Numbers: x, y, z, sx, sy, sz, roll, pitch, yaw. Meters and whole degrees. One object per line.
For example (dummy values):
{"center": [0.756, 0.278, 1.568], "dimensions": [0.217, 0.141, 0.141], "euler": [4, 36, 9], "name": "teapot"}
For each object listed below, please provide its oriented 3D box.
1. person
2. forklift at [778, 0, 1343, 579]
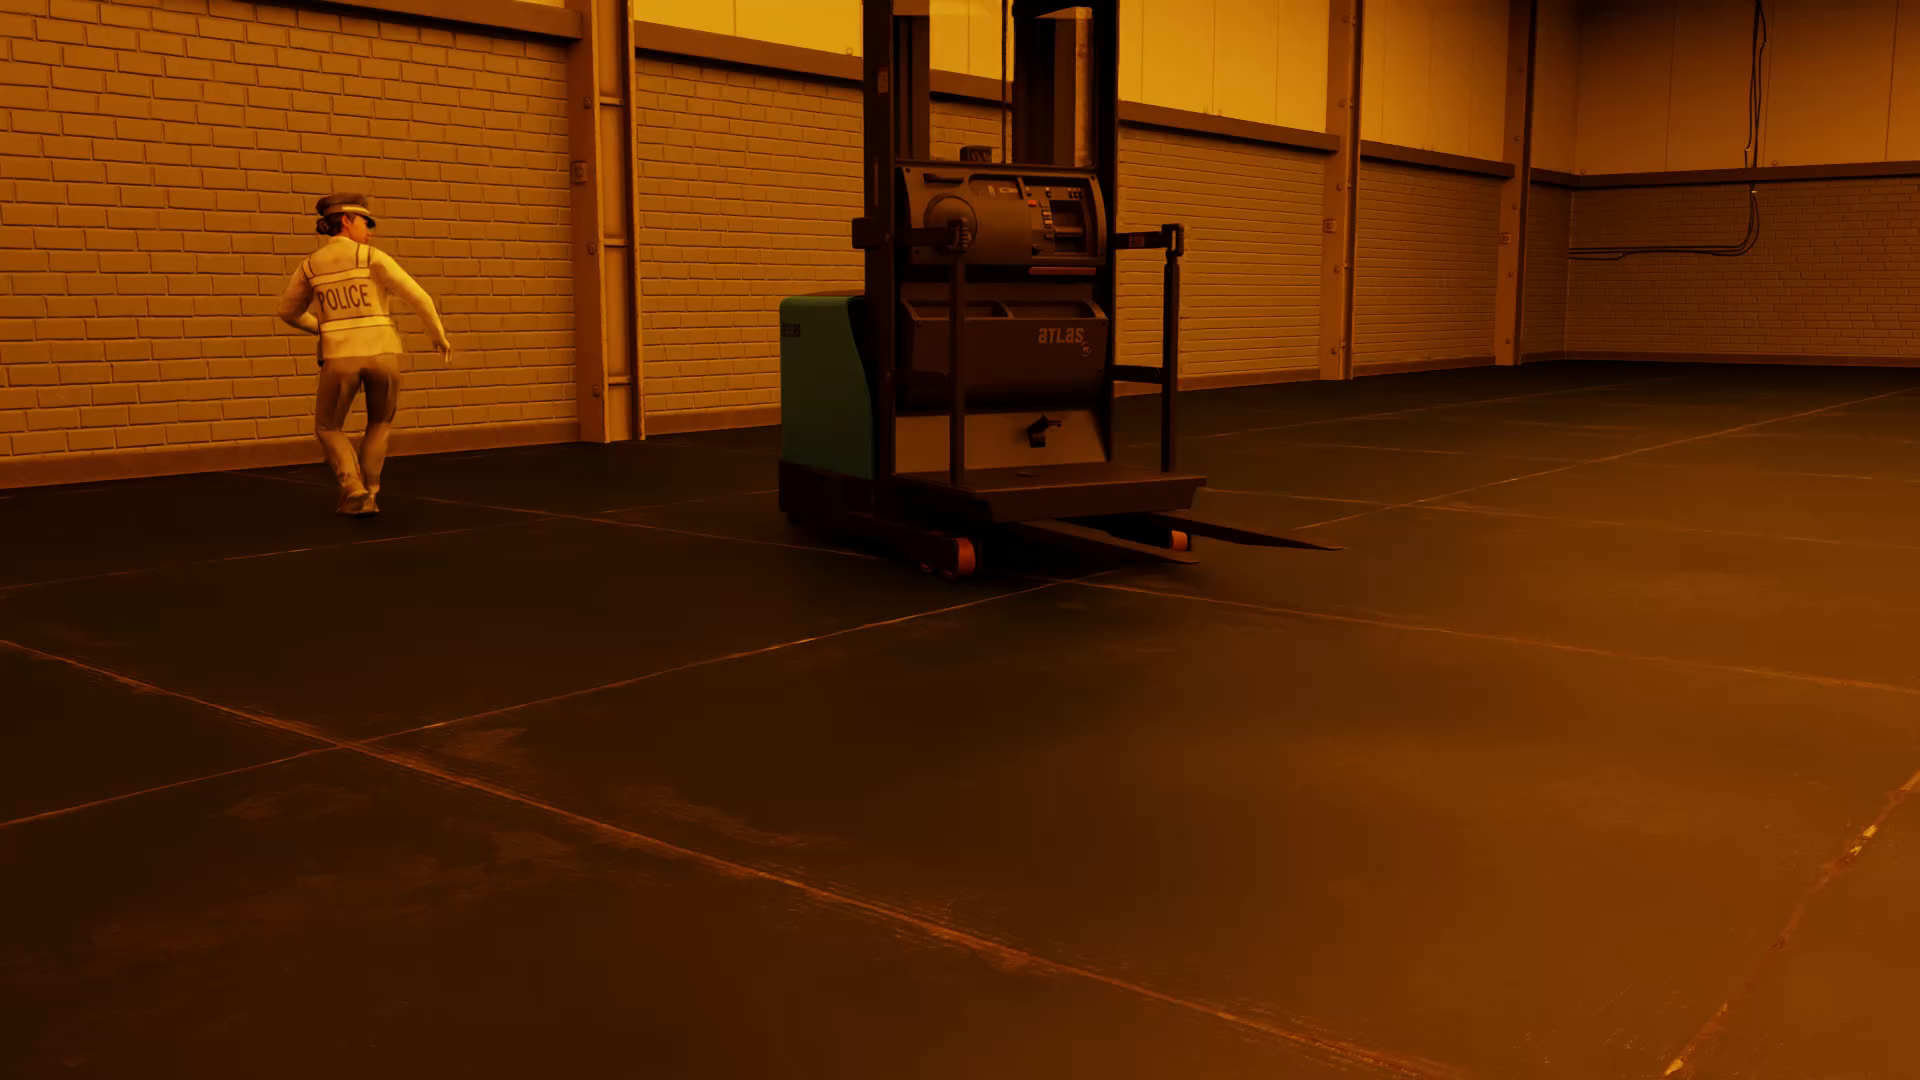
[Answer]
{"center": [-2.887, -0.886, 8.090], "dimensions": [0.795, 1.561, 0.761], "euler": [-2, 9, -15], "name": "person"}
{"center": [0.294, -1.373, 6.664], "dimensions": [1.130, 2.935, 3.031], "euler": [-5, 9, -28], "name": "forklift"}
